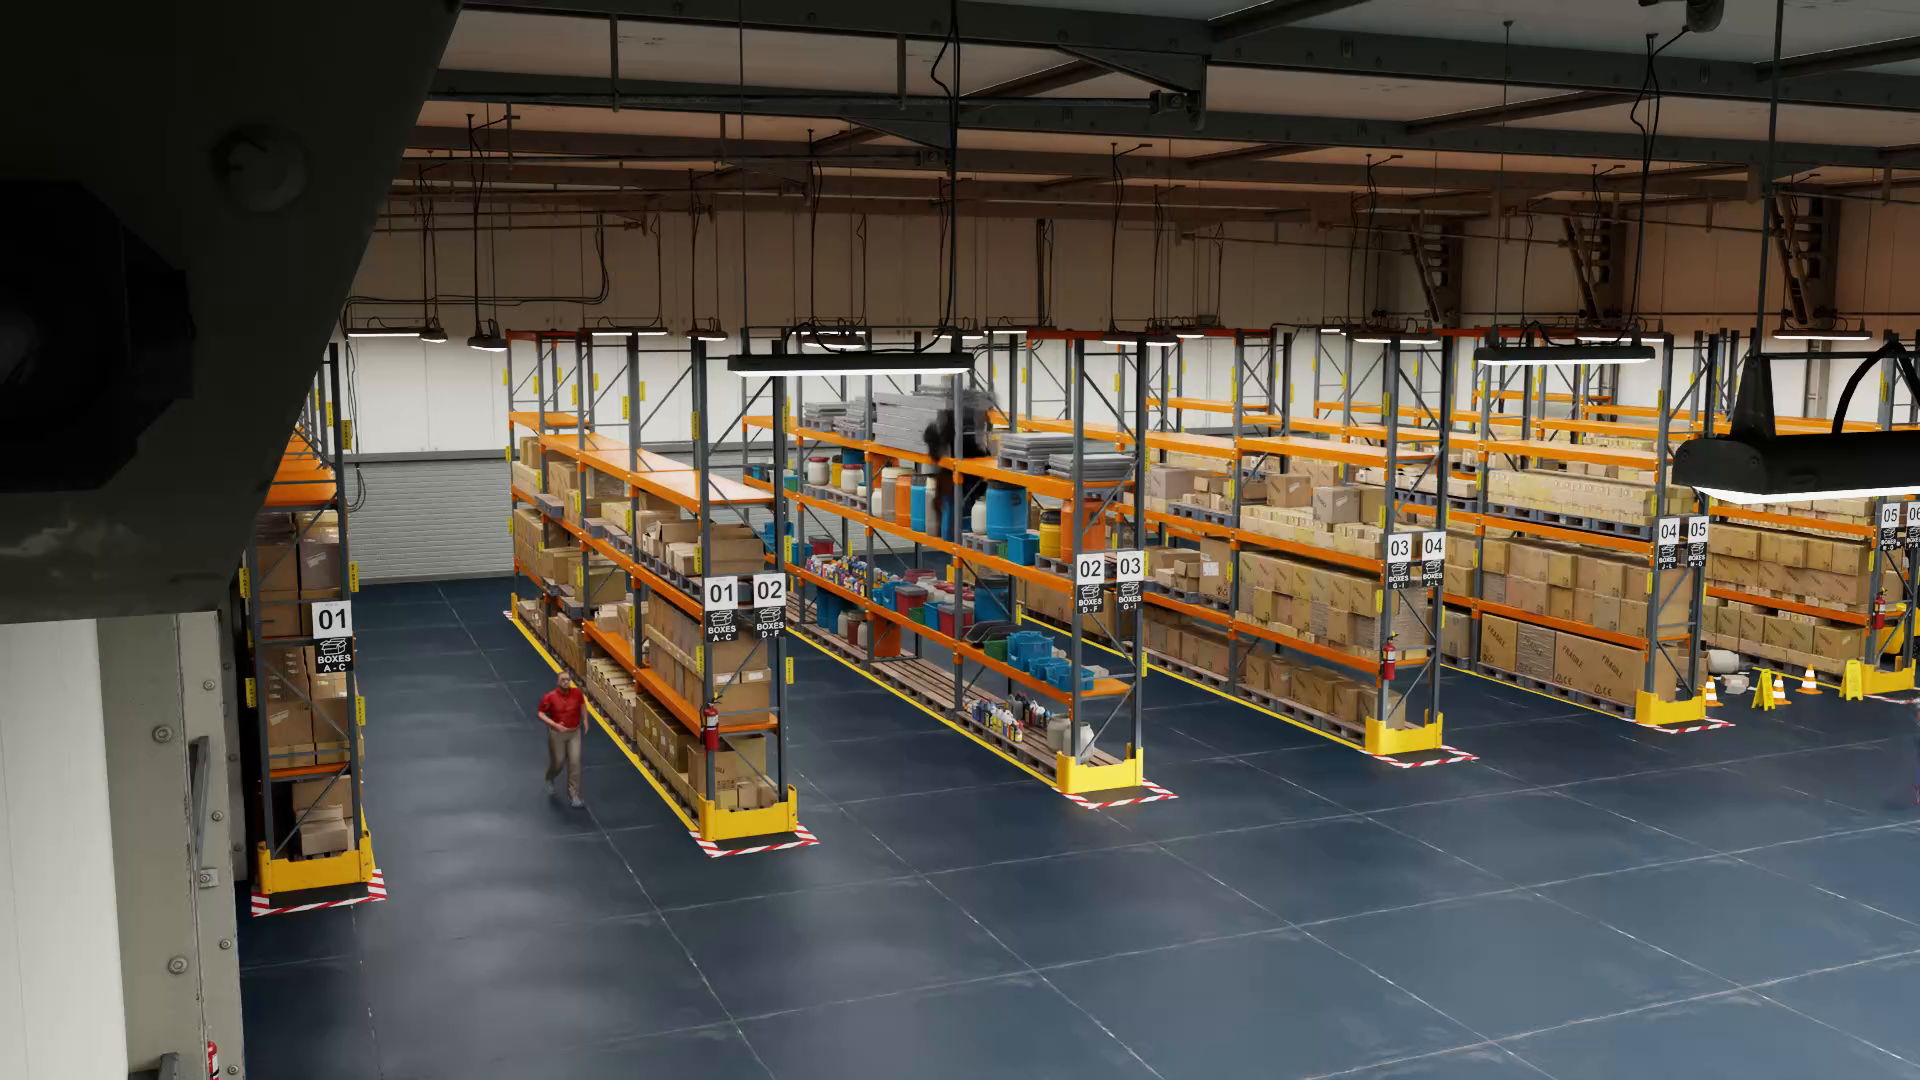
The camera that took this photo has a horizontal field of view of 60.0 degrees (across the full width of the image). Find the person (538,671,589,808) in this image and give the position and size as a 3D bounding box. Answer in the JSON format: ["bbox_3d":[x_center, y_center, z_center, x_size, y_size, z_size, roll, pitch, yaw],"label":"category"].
[{"bbox_3d":[-5.150,2.552,21.650,0.687,1.740,0.840,-5,9,-32],"label":"person"}]
